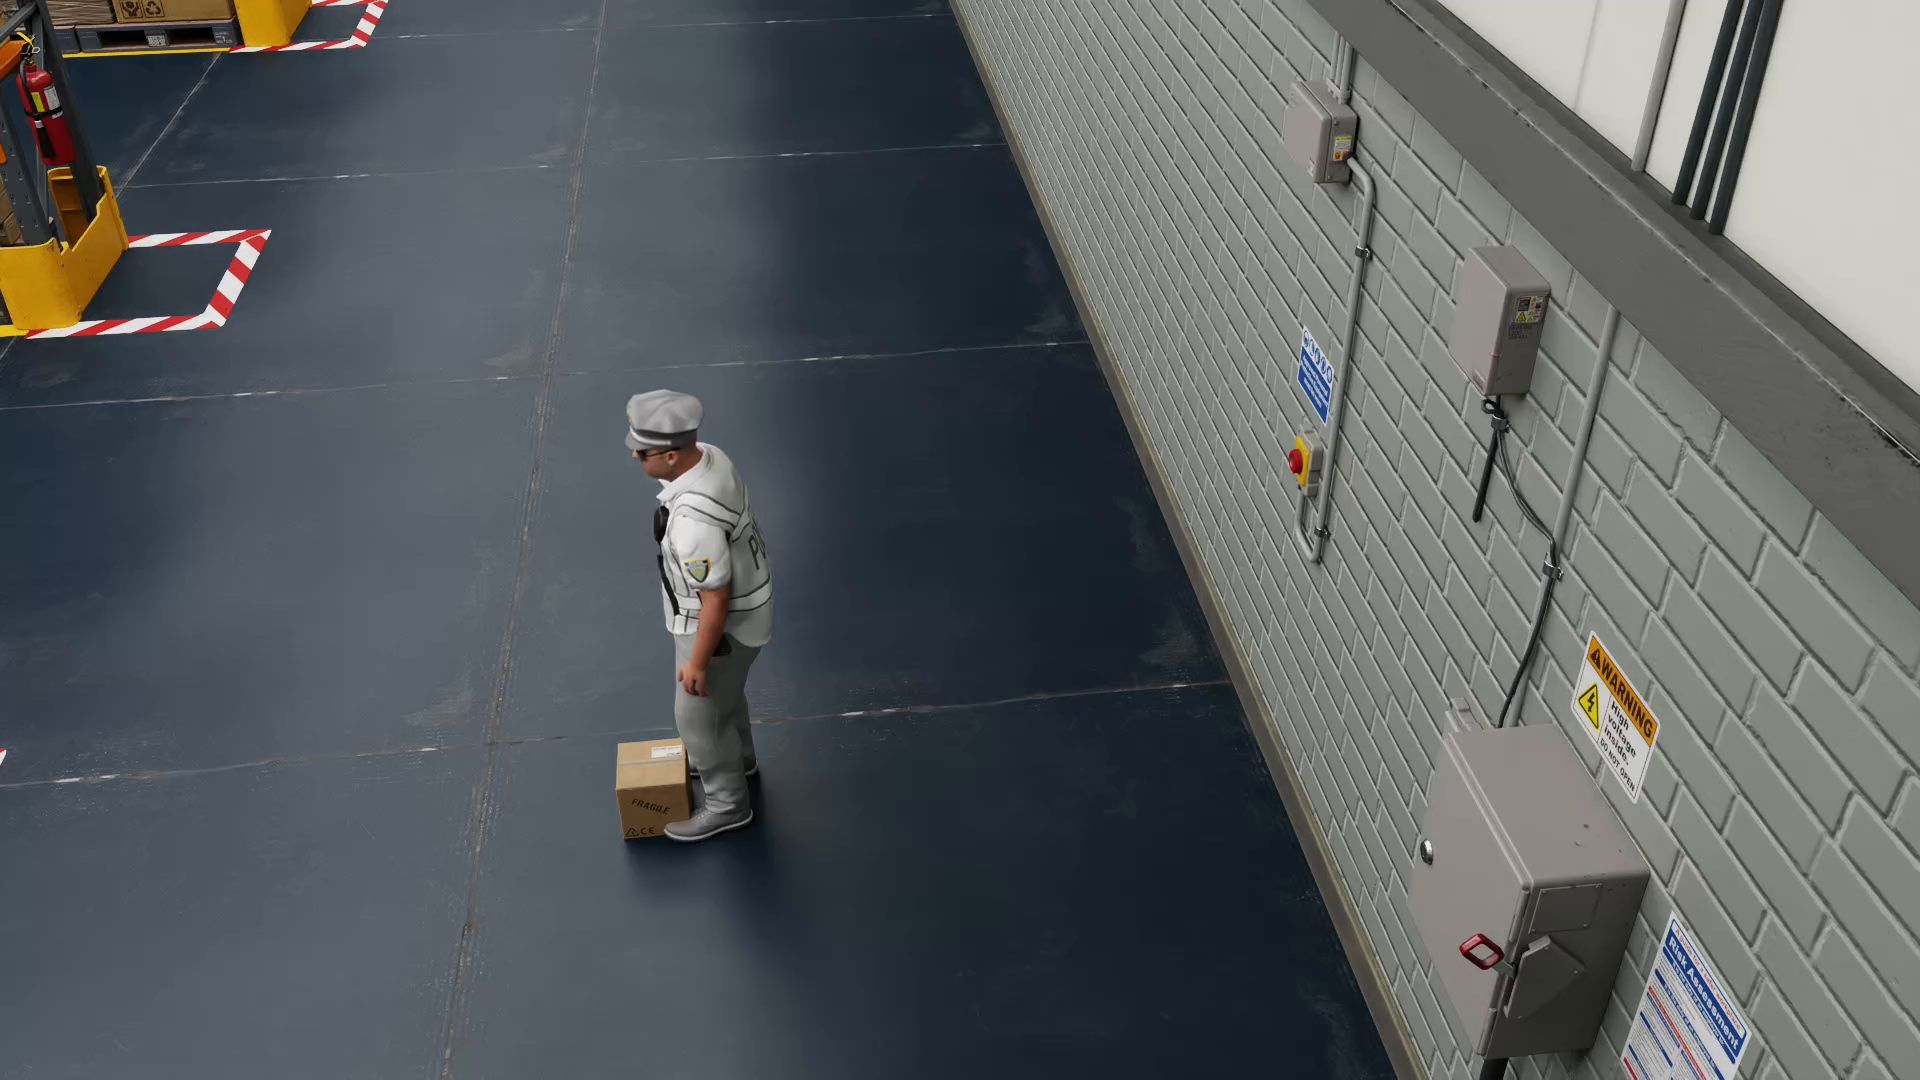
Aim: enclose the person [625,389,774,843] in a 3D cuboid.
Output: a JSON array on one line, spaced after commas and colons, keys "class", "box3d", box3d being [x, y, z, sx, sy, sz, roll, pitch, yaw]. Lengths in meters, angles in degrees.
[{"class": "person", "box3d": [-0.872, 0.272, 5.743, 0.465, 1.747, 0.585, -4, 35, -6]}]
